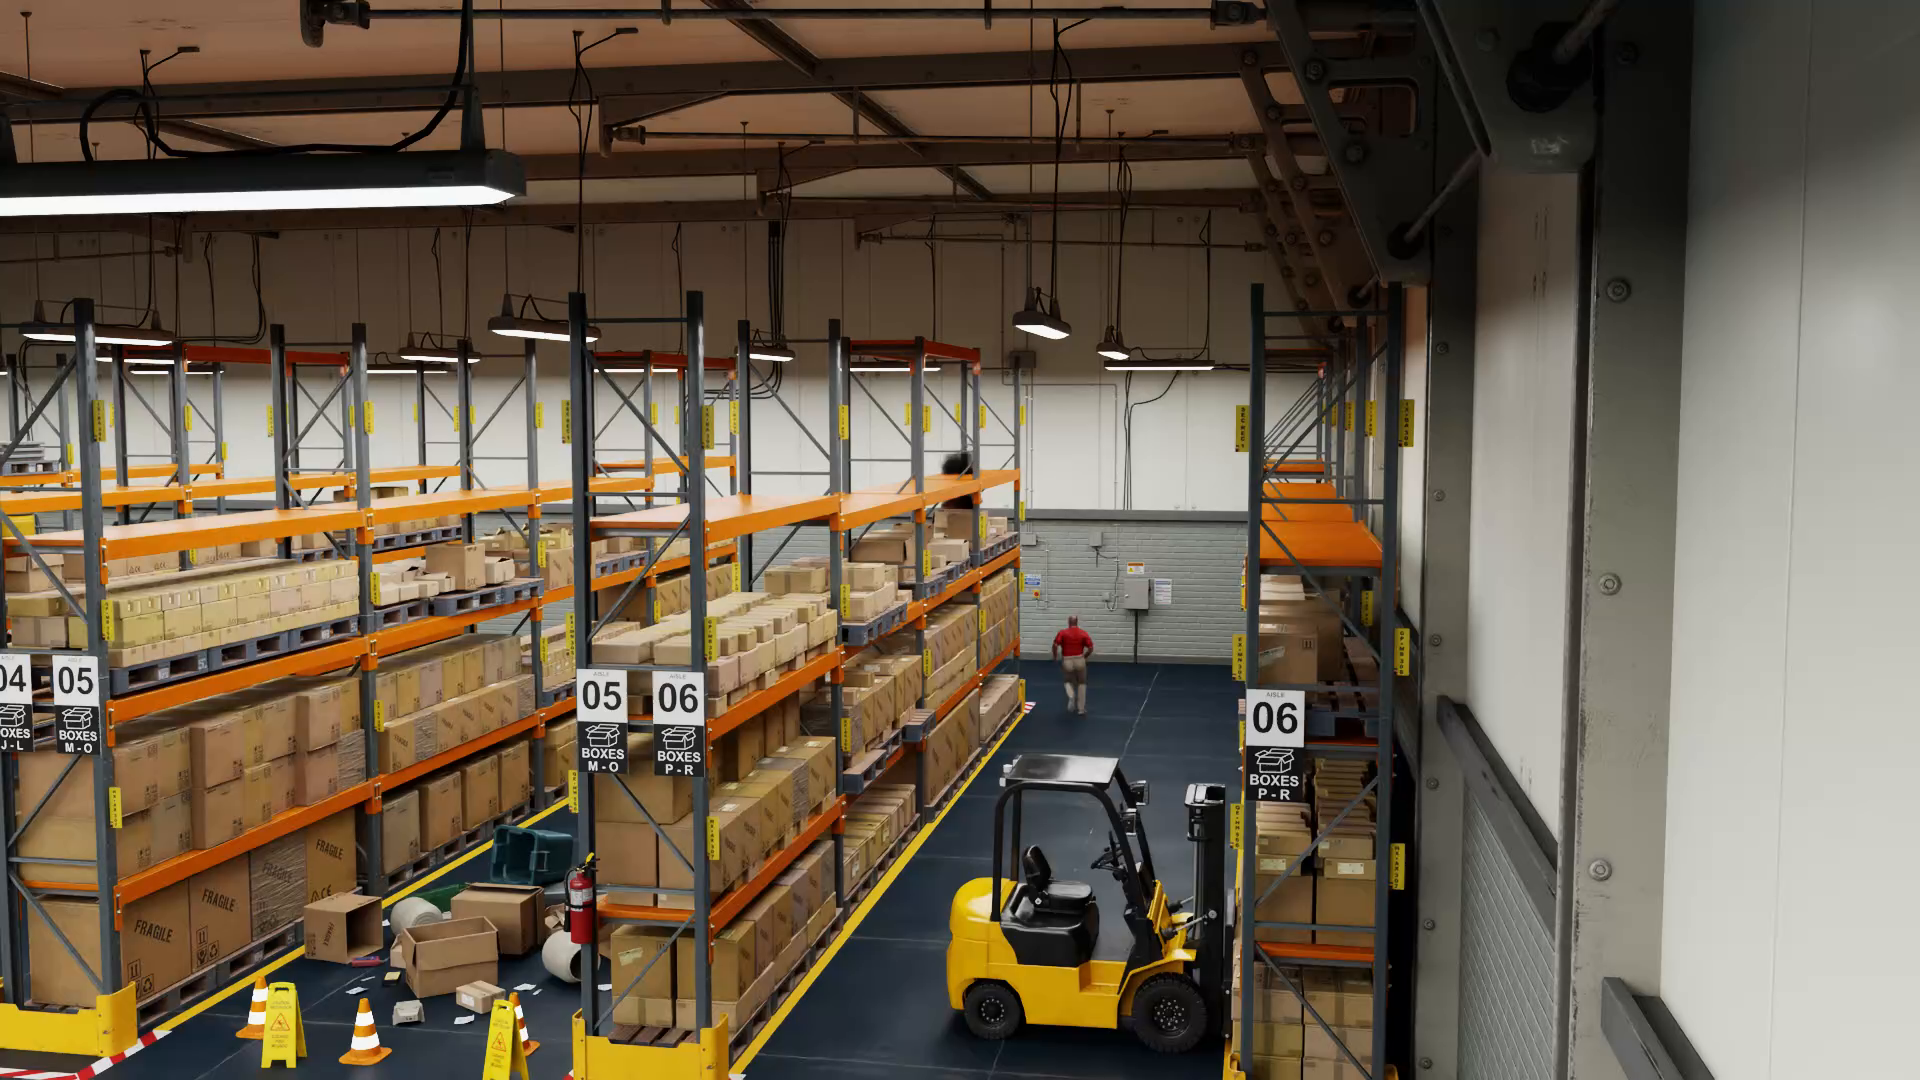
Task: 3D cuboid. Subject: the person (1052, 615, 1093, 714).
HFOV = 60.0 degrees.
[{"bbox_3d":[1.894,2.085,27.965,0.693,1.686,0.532,0,5,5],"label":"person"}]
